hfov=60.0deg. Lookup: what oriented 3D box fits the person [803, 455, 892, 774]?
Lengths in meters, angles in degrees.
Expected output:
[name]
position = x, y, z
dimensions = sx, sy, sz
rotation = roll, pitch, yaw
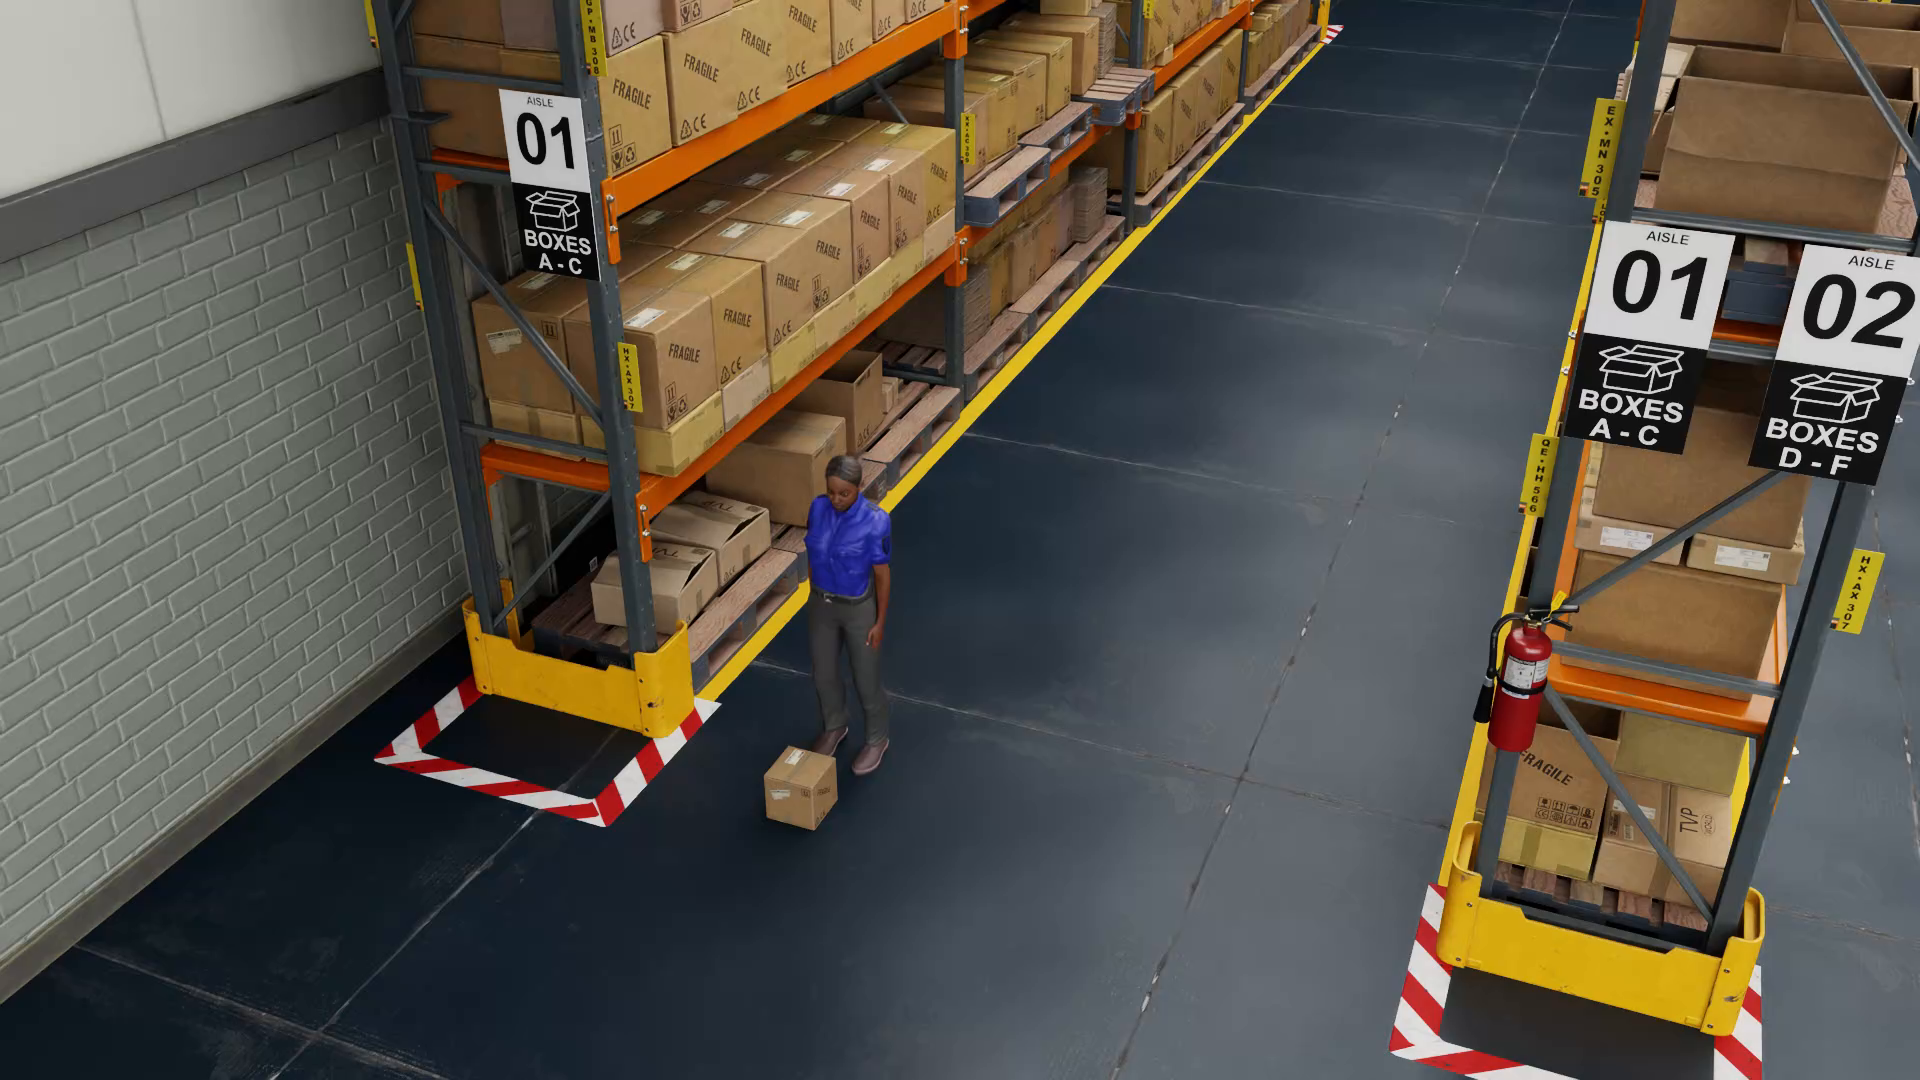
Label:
[person]
position = -0.523, 0.339, 7.814
dimensions = 0.438, 1.655, 0.301
rotation = 13, 32, 22
